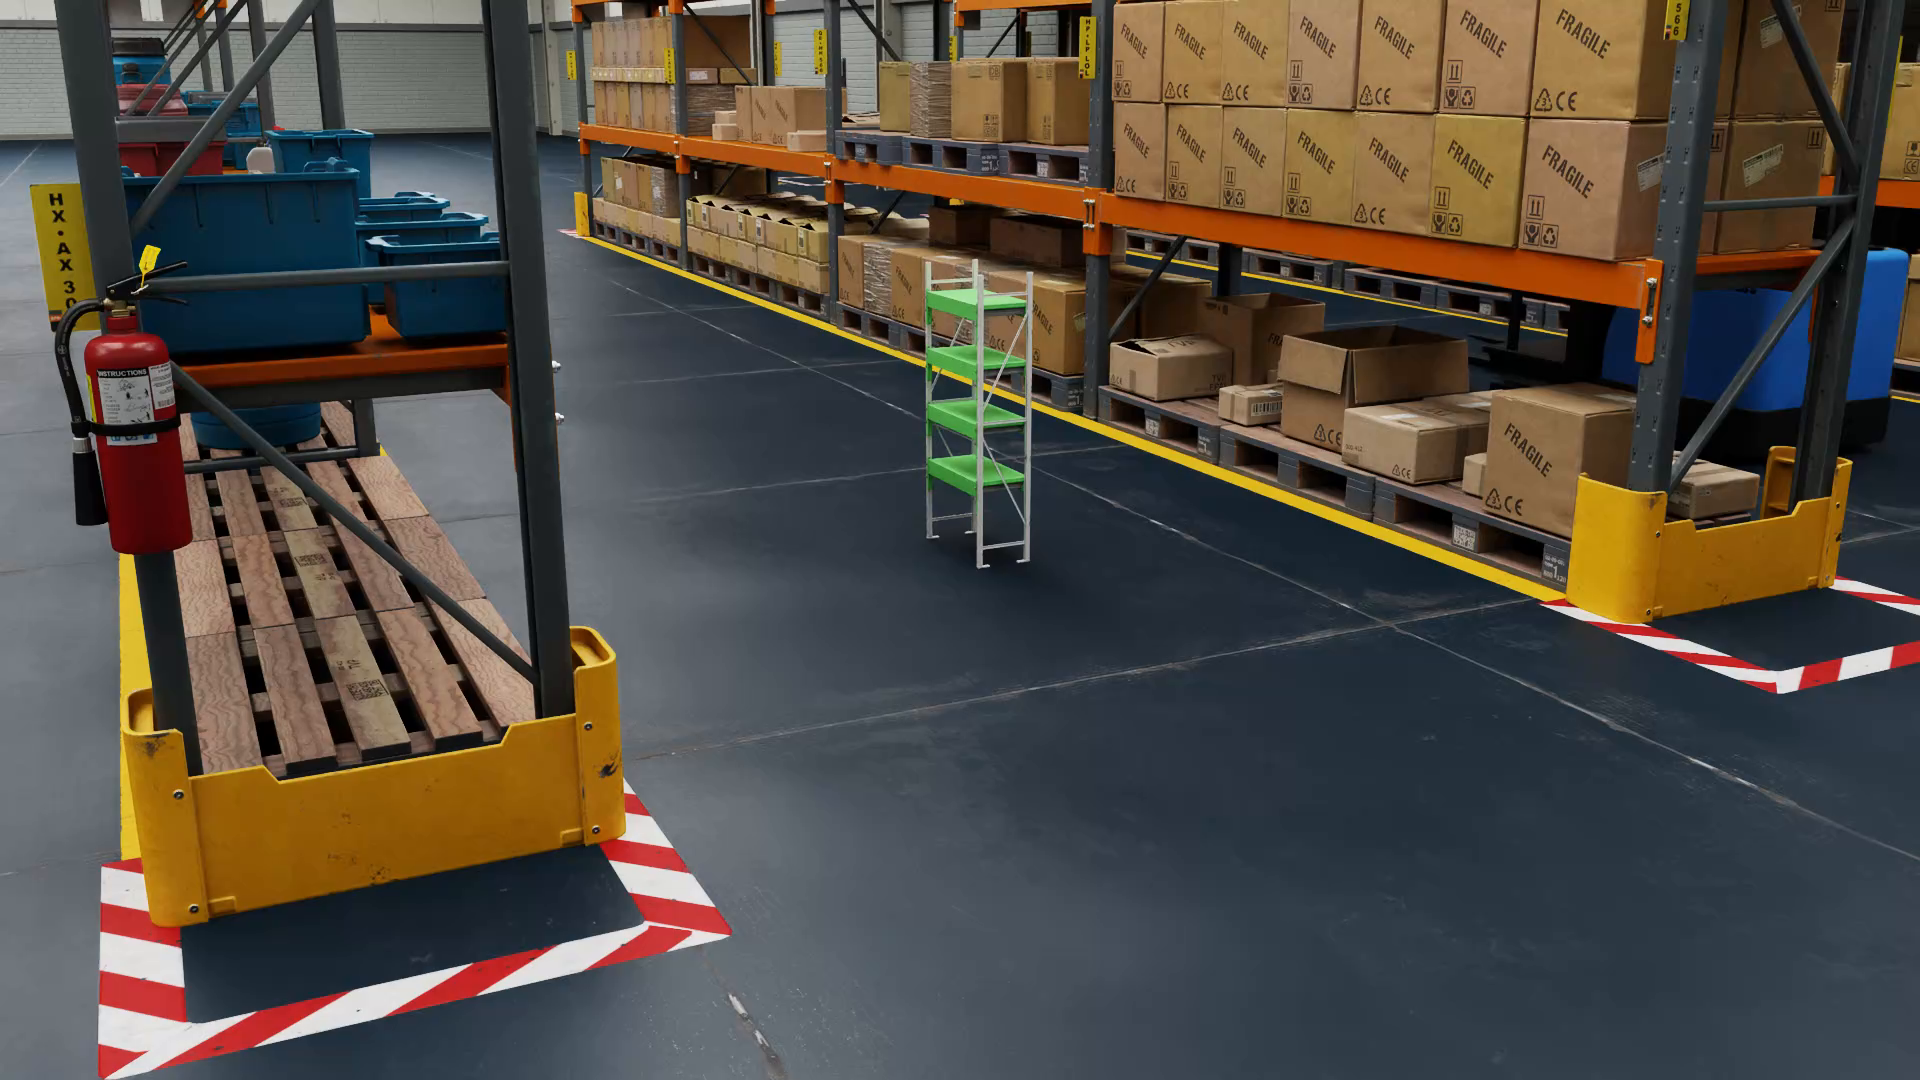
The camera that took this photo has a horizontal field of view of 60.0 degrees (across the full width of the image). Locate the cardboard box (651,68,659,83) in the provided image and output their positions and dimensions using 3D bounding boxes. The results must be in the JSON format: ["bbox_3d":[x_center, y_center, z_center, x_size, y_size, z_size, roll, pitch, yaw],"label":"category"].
[{"bbox_3d":[-2.959,-4.786,17.133,0.380,0.149,0.250,-8,18,-25],"label":"cardboard box"}]

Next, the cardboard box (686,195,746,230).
[{"bbox_3d":[-2.351,-3.210,16.207,0.500,0.311,0.500,-8,18,-25],"label":"cardboard box"}]

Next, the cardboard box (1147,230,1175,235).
[{"bbox_3d":[2.481,-3.622,18.169,0.700,0.500,0.500,-7,17,-23],"label":"cardboard box"}]

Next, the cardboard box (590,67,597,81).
[{"bbox_3d":[-4.082,-5.422,19.348,0.380,0.149,0.250,-8,18,-25],"label":"cardboard box"}]

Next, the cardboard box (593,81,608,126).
[{"bbox_3d":[-3.867,-5.116,19.459,0.700,0.500,0.500,-8,18,-25],"label":"cardboard box"}]

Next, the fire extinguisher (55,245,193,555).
[{"bbox_3d":[-1.848,-0.311,3.714,0.296,0.674,0.183,-8,18,-25],"label":"fire extinguisher"}]

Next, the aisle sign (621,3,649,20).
[{"bbox_3d":[-3.825,-6.486,19.703,0.394,0.787,0.004,-8,18,-25],"label":"aisle sign"}]

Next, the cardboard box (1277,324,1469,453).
[{"bbox_3d":[2.025,-0.756,8.175,0.797,0.503,0.637,-8,18,-25],"label":"cardboard box"}]

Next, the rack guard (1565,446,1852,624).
[{"bbox_3d":[2.916,-0.035,6.467,1.175,0.500,0.348,-8,18,-25],"label":"rack guard"}]

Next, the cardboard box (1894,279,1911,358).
[{"bbox_3d":[6.101,-1.487,10.764,0.700,0.500,0.500,-8,18,-25],"label":"cardboard box"}]

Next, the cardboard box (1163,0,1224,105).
[{"bbox_3d":[1.377,-2.460,8.390,0.500,0.500,0.500,-8,18,-27],"label":"cardboard box"}]

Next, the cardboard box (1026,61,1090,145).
[{"bbox_3d":[0.832,-2.767,10.512,0.700,0.500,0.500,-5,17,-16],"label":"cardboard box"}]

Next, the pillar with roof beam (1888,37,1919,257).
[{"bbox_3d":[2.863,-5.104,8.721,9.100,9.000,0.400,-8,18,-25],"label":"pillar with roof beam"}]

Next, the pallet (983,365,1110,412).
[{"bbox_3d":[0.807,-1.066,10.584,1.003,0.211,1.213,-8,18,-25],"label":"pallet"}]

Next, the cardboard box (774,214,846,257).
[{"bbox_3d":[-1.240,-2.579,14.008,0.500,0.311,0.500,-8,18,-26],"label":"cardboard box"}]

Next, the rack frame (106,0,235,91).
[{"bbox_3d":[-6.762,-3.596,14.342,1.000,3.000,0.127,-8,18,-25],"label":"rack frame"}]

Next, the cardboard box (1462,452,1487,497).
[{"bbox_3d":[2.393,-0.284,7.140,0.380,0.166,0.250,-8,18,-25],"label":"cardboard box"}]

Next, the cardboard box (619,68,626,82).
[{"bbox_3d":[-3.516,-5.103,18.236,0.380,0.149,0.250,-8,18,-26],"label":"cardboard box"}]

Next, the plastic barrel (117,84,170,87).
[{"bbox_3d":[-6.540,-3.397,13.405,0.433,0.535,0.433,0,16,0],"label":"plastic barrel"}]

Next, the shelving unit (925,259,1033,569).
[{"bbox_3d":[0.073,-0.536,6.942,0.258,1.200,0.503,-8,18,-25],"label":"shelving unit"}]

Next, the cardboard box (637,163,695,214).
[{"bbox_3d":[-3.138,-3.771,17.819,0.500,0.500,0.500,-8,18,-25],"label":"cardboard box"}]

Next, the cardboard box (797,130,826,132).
[{"bbox_3d":[-1.165,-3.390,14.082,0.380,0.149,0.250,-6,17,-21],"label":"cardboard box"}]

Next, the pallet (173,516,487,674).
[{"bbox_3d":[-2.362,0.209,6.140,1.003,0.211,1.213,-8,18,-25],"label":"pallet"}]

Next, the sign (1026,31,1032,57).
[{"bbox_3d":[0.899,-6.555,21.984,0.100,0.325,0.005,-8,18,-25],"label":"sign"}]

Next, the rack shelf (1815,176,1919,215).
[{"bbox_3d":[6.524,-1.967,9.973,1.077,0.370,4.000,-8,18,-25],"label":"rack shelf"}]

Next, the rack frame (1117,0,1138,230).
[{"bbox_3d":[2.144,-4.793,18.514,1.000,3.000,0.127,-8,18,-25],"label":"rack frame"}]

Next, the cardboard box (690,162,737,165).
[{"bbox_3d":[-2.668,-3.835,18.039,0.500,0.500,0.500,-8,18,-25],"label":"cardboard box"}]

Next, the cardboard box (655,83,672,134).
[{"bbox_3d":[-2.745,-4.481,17.245,0.700,0.500,0.500,-8,18,-25],"label":"cardboard box"}]

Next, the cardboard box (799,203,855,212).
[{"bbox_3d":[-1.206,-2.900,15.125,0.500,0.311,0.500,-8,18,-26],"label":"cardboard box"}]

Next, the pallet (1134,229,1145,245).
[{"bbox_3d":[1.818,-3.615,19.464,1.003,0.211,1.213,-8,18,-25],"label":"pallet"}]

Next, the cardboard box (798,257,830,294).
[{"bbox_3d":[-1.005,-2.183,13.642,0.500,0.250,0.500,-7,18,-24],"label":"cardboard box"}]

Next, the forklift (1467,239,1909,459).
[{"bbox_3d":[3.845,-2.187,9.558,1.130,2.935,3.031,-7,18,-24],"label":"forklift"}]

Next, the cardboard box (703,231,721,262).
[{"bbox_3d":[-2.131,-2.817,15.851,0.500,0.250,0.500,-7,18,-24],"label":"cardboard box"}]

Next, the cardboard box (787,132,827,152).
[{"bbox_3d":[-1.198,-3.270,13.664,0.380,0.149,0.250,-8,18,-25],"label":"cardboard box"}]

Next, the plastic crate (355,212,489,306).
[{"bbox_3d":[-1.606,-0.833,4.909,0.416,0.233,0.300,-8,18,-25],"label":"plastic crate"}]

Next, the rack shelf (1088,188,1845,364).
[{"bbox_3d":[2.073,-1.368,7.884,1.077,0.370,4.000,-8,18,-25],"label":"rack shelf"}]

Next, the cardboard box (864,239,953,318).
[{"bbox_3d":[-0.379,-1.935,12.289,0.500,0.500,0.500,-8,18,-27],"label":"cardboard box"}]

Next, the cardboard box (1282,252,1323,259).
[{"bbox_3d":[3.534,-2.983,15.942,0.700,0.500,0.500,-7,18,-24],"label":"cardboard box"}]

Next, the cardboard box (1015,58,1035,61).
[{"bbox_3d":[0.995,-5.549,20.025,0.500,0.500,0.500,-7,17,-23],"label":"cardboard box"}]

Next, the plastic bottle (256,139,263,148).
[{"bbox_3d":[-3.997,-2.152,9.524,0.061,0.283,0.133,-8,18,-25],"label":"plastic bottle"}]

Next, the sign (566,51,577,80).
[{"bbox_3d":[-4.562,-5.574,19.522,0.100,0.325,0.005,-8,18,-25],"label":"sign"}]

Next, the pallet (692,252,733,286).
[{"bbox_3d":[-1.950,-2.675,16.190,1.003,0.211,1.213,-8,18,-25],"label":"pallet"}]

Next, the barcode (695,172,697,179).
[{"bbox_3d":[-2.570,-3.551,16.181,0.001,0.075,0.075,-8,18,-25],"label":"barcode"}]

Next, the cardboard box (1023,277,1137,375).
[{"bbox_3d":[0.723,-1.307,10.102,0.500,0.500,0.500,-8,18,-25],"label":"cardboard box"}]

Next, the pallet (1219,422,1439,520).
[{"bbox_3d":[2.035,-0.396,8.248,1.003,0.211,1.213,-8,18,-25],"label":"pallet"}]

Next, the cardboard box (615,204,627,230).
[{"bbox_3d":[-3.584,-3.658,18.783,0.500,0.250,0.500,-8,18,-25],"label":"cardboard box"}]

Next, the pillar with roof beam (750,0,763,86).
[{"bbox_3d":[-7.652,-11.055,29.458,9.100,9.000,0.400,-8,18,-25],"label":"pillar with roof beam"}]

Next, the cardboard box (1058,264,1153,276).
[{"bbox_3d":[0.960,-1.500,10.774,0.500,0.500,0.500,-7,18,-24],"label":"cardboard box"}]

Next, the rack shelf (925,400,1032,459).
[{"bbox_3d":[0.073,-0.474,6.960,0.258,0.148,0.480,-8,18,-25],"label":"rack shelf"}]

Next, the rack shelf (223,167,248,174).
[{"bbox_3d":[-5.886,-2.754,12.714,1.077,0.370,4.000,-8,18,-25],"label":"rack shelf"}]

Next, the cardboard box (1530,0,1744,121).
[{"bbox_3d":[2.507,-1.824,6.173,0.500,0.500,0.500,-8,18,-25],"label":"cardboard box"}]

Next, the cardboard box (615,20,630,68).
[{"bbox_3d":[-3.387,-5.472,18.347,0.700,0.500,0.500,-8,18,-25],"label":"cardboard box"}]

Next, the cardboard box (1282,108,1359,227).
[{"bbox_3d":[1.844,-1.722,7.631,0.500,0.500,0.500,-8,18,-26],"label":"cardboard box"}]

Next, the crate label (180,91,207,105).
[{"bbox_3d":[-7.465,-4.181,16.317,0.502,0.435,0.616,-8,18,-25],"label":"crate label"}]
